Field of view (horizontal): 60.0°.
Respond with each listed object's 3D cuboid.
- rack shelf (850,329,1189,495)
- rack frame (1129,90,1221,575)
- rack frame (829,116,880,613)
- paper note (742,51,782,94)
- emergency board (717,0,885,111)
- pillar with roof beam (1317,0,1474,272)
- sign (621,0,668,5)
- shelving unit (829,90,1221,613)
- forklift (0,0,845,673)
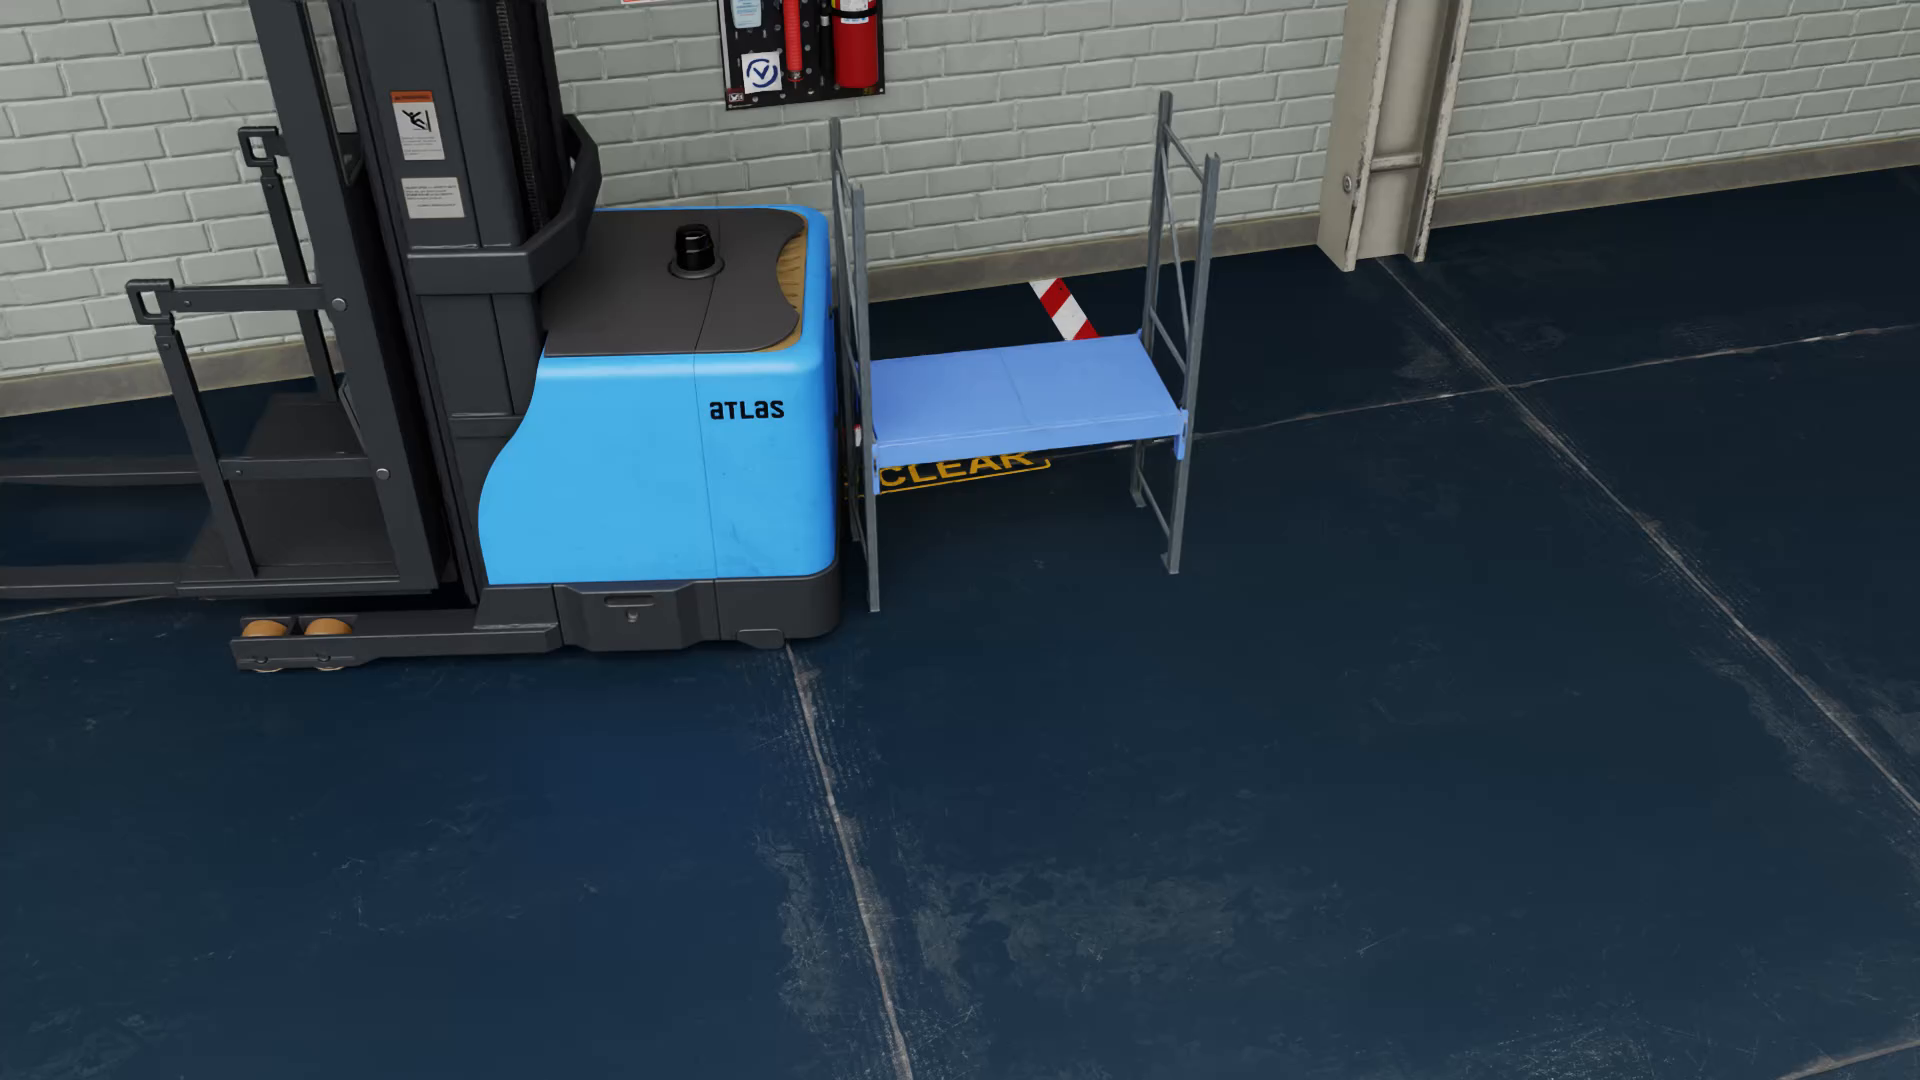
[{"bbox_3d":[0.174,-0.425,5.367,1.000,0.185,0.538,-7,38,-9],"label":"rack shelf"},{"bbox_3d":[0.672,-0.627,5.336,0.032,1.500,0.500,-7,38,-9],"label":"rack frame"},{"bbox_3d":[-0.325,-0.508,5.179,0.032,1.500,0.500,-7,38,-9],"label":"rack frame"},{"bbox_3d":[-0.755,-1.782,6.335,0.142,0.148,0.016,-9,38,-12],"label":"paper note"},{"bbox_3d":[-0.566,-2.119,6.051,0.643,1.169,0.194,-9,38,-12],"label":"emergency board"},{"bbox_3d":[2.952,-2.346,1.410,0.400,9.000,9.100,-9,38,-12],"label":"pillar with roof beam"},{"bbox_3d":[-1.126,-2.106,6.005,0.234,0.329,0.001,-9,38,-12],"label":"sign"},{"bbox_3d":[0.174,-0.568,5.258,1.048,1.500,0.538,-7,38,-9],"label":"shelving unit"},{"bbox_3d":[-1.909,-1.079,4.748,3.031,2.935,1.130,-2,37,-2],"label":"forklift"}]
